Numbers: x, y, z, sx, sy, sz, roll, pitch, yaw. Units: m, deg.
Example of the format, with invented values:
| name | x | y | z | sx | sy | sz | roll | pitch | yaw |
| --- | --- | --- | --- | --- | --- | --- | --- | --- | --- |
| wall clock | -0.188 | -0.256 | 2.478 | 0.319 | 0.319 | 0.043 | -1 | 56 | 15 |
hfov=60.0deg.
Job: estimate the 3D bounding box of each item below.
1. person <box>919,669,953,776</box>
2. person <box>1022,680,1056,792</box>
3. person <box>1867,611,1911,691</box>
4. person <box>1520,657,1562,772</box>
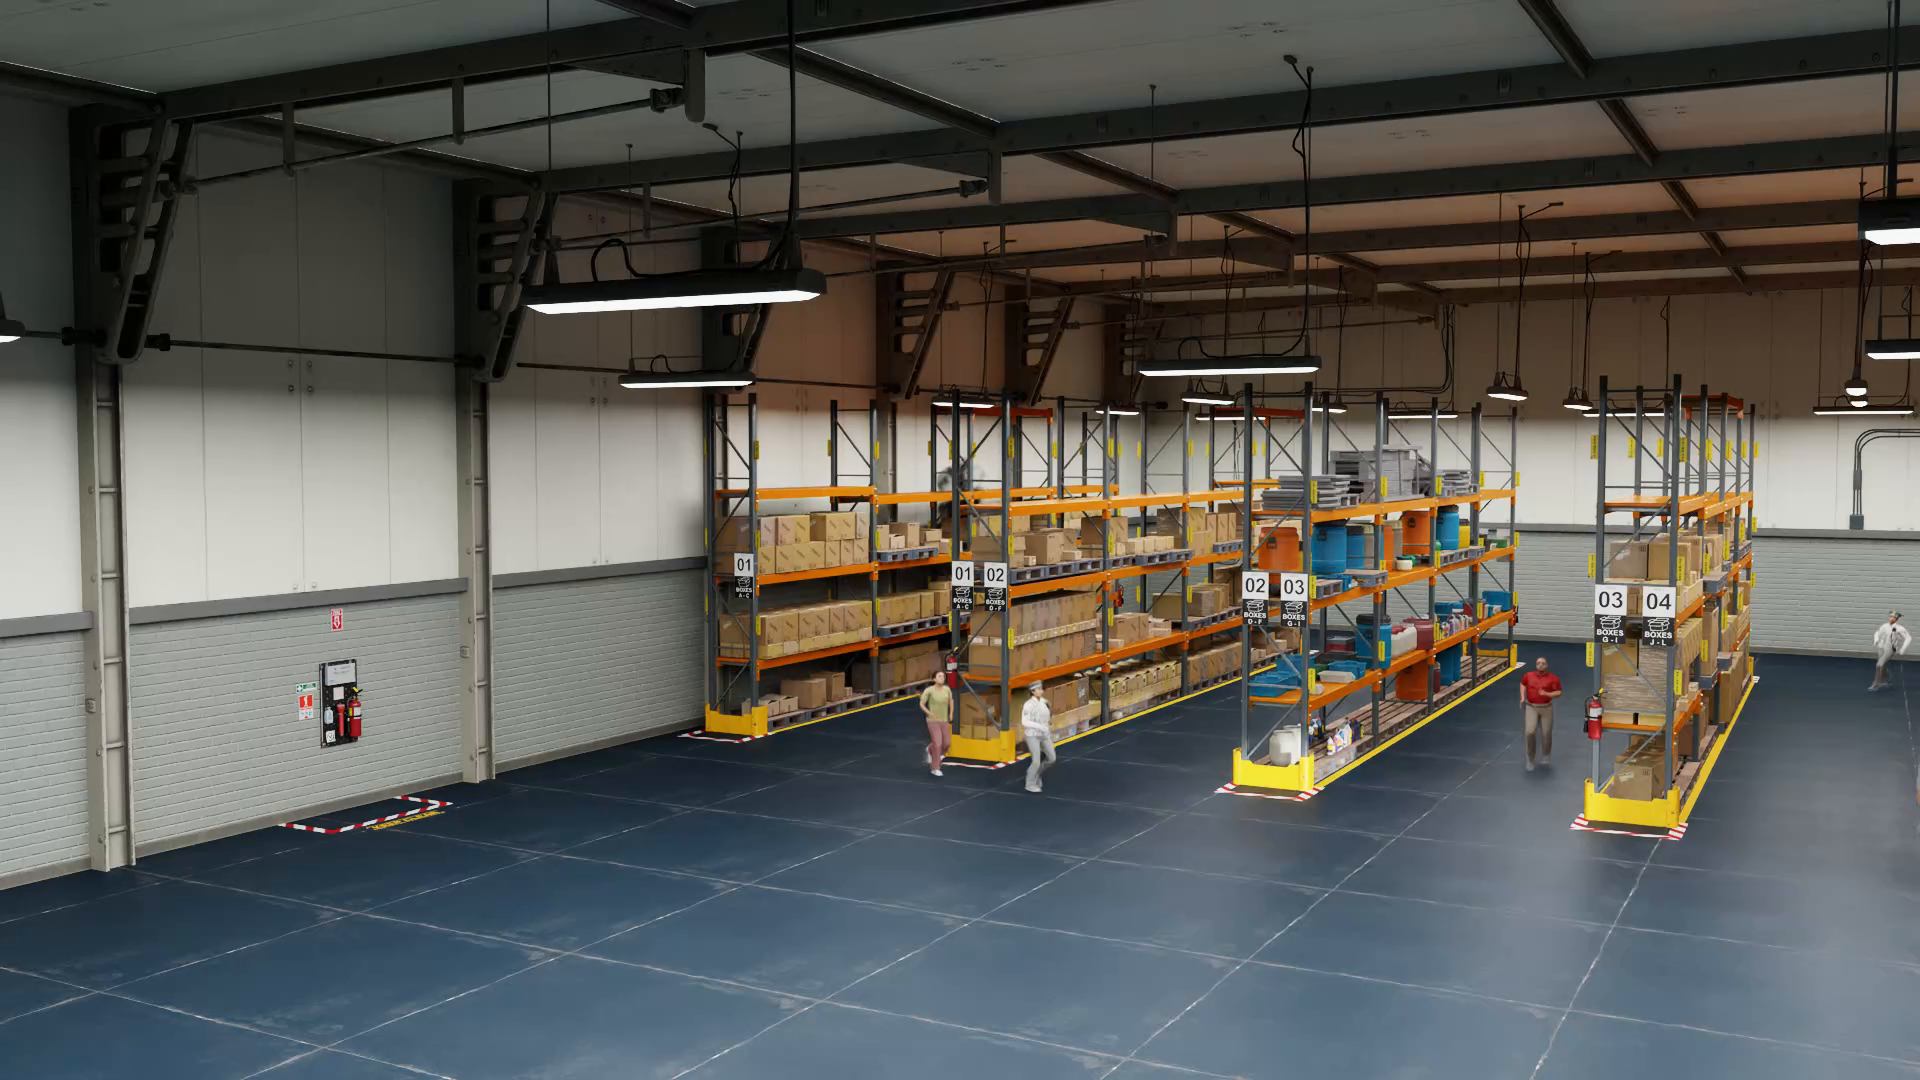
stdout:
| name | x | y | z | sx | sy | sz | roll | pitch | yaw |
| --- | --- | --- | --- | --- | --- | --- | --- | --- | --- |
| person | -0.364 | 2.810 | 25.795 | 0.622 | 1.636 | 0.597 | -2 | 4 | -31 |
| person | 1.180 | 2.857 | 24.224 | 0.585 | 1.654 | 0.565 | -3 | 4 | -41 |
| person | 19.259 | 2.311 | 34.564 | 0.759 | 1.696 | 0.649 | -1 | 3 | -19 |
| person | 9.125 | 2.733 | 26.162 | 0.638 | 1.801 | 0.802 | 1 | 3 | 23 |
